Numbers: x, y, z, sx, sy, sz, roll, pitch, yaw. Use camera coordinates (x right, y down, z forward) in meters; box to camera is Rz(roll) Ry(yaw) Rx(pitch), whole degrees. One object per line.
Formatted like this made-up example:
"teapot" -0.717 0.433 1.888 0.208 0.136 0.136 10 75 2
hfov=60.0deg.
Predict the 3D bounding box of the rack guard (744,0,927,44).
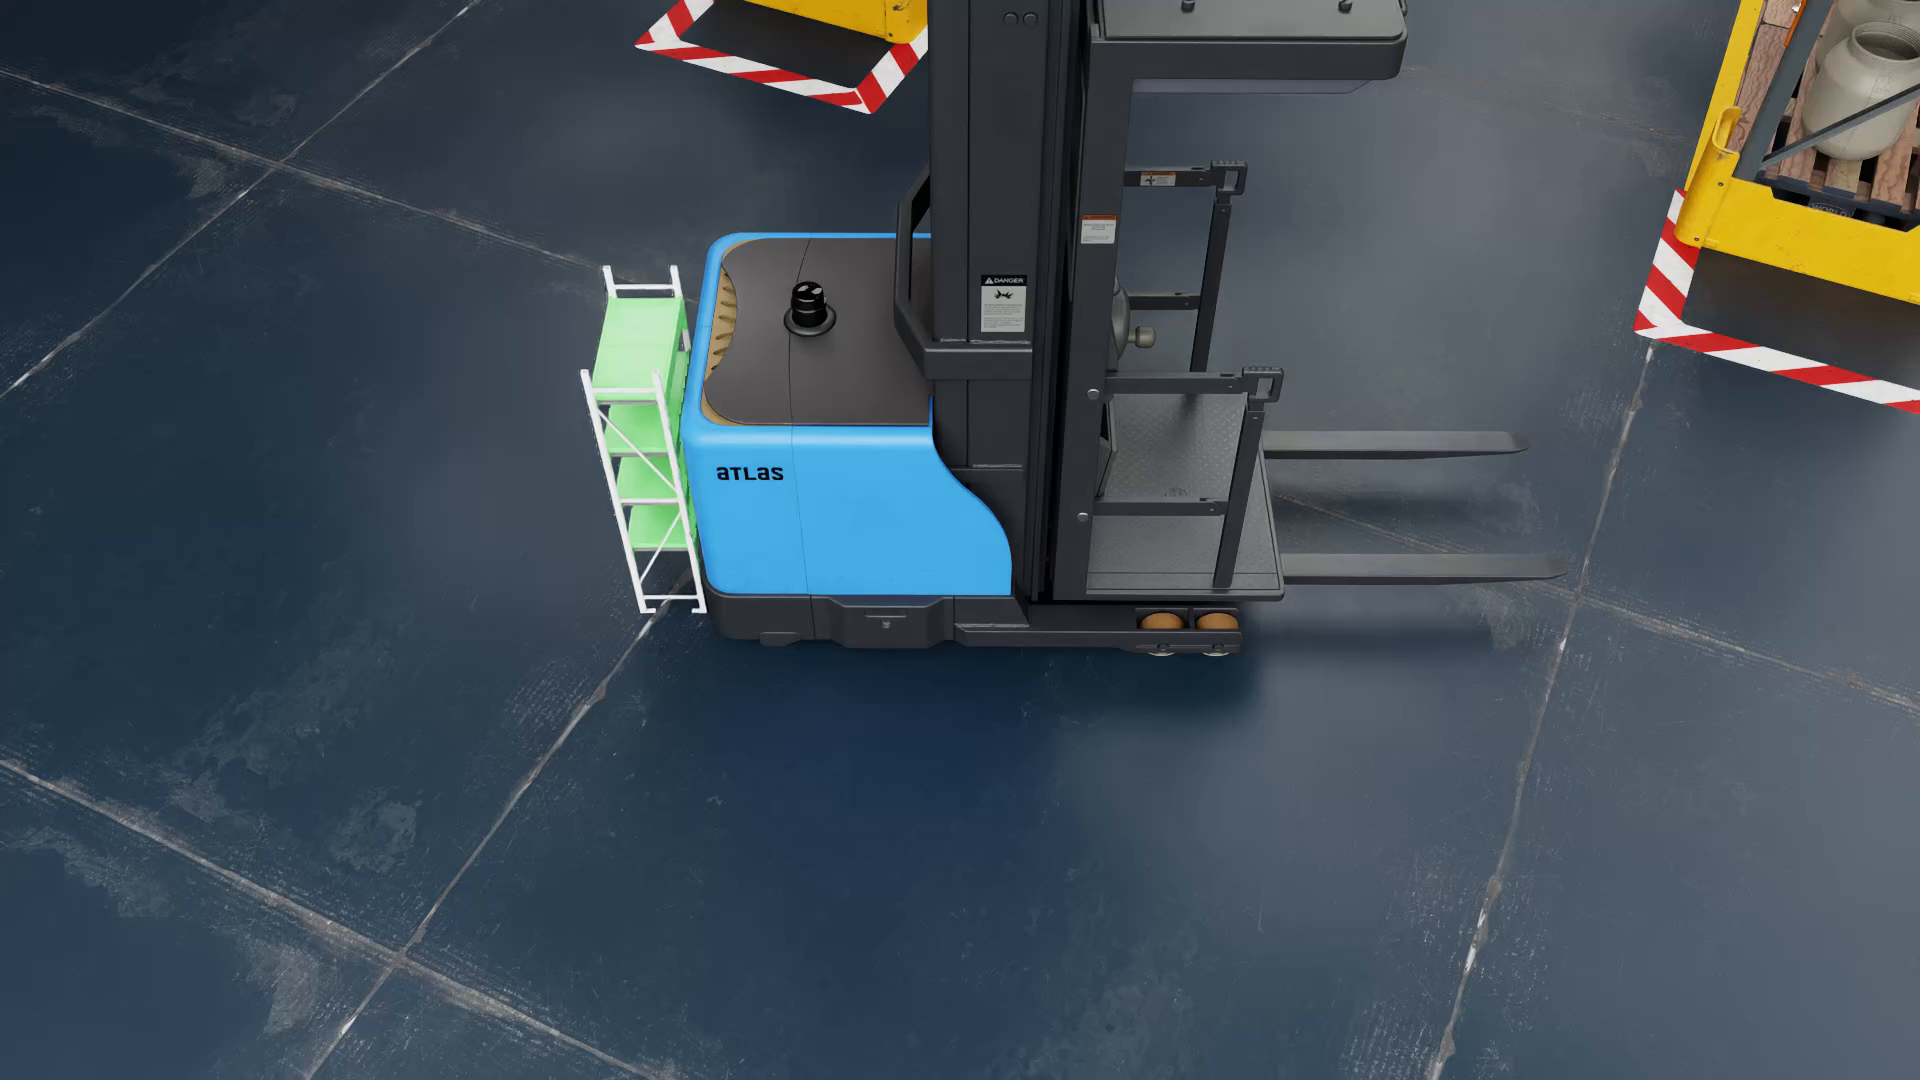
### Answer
"rack guard" -0.716 -2.952 8.433 1.175 0.500 0.348 20 52 16

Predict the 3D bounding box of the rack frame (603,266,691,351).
"rack frame" -1.040 -0.502 5.888 0.240 1.200 0.015 0 50 0

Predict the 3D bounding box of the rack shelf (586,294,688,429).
"rack shelf" -1.044 -0.586 5.413 0.258 0.148 0.480 0 50 0

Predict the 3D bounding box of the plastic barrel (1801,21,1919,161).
"plastic barrel" 3.983 -1.972 7.316 0.421 0.512 0.421 0 50 0

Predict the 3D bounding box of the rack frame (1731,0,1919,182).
"rack frame" 3.771 -2.164 6.122 1.000 3.000 0.127 20 52 16

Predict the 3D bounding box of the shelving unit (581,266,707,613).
"shelving unit" -1.041 -0.316 5.730 0.258 1.200 0.503 0 50 0

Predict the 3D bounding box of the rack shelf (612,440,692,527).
"rack shelf" -1.040 -0.275 5.778 0.258 0.148 0.480 0 50 0

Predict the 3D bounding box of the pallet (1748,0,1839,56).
"pallet" 4.635 -2.723 8.428 1.003 0.211 1.213 20 52 16

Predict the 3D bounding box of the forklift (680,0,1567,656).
"forklift" 0.628 -0.948 5.132 3.031 2.935 1.130 0 50 0

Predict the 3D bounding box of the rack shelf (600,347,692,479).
"rack shelf" -1.042 -0.430 5.595 0.258 0.148 0.480 0 50 0

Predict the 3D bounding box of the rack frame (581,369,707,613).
"rack frame" -1.042 -0.130 5.571 0.240 1.200 0.015 0 50 0

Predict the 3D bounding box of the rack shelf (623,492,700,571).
"rack shelf" -1.039 -0.119 5.961 0.258 0.148 0.480 0 50 0

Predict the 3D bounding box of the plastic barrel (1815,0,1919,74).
"plastic barrel" 4.197 -2.317 7.610 0.421 0.512 0.421 0 50 0

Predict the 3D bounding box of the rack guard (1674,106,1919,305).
"rack guard" 3.761 -1.422 7.131 1.175 0.500 0.348 20 52 16

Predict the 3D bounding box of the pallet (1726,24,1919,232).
"pallet" 4.113 -1.886 7.716 1.003 0.211 1.213 20 52 16

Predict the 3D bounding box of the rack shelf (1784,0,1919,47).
"rack shelf" 4.625 -3.308 7.568 1.077 0.370 4.000 20 52 16
